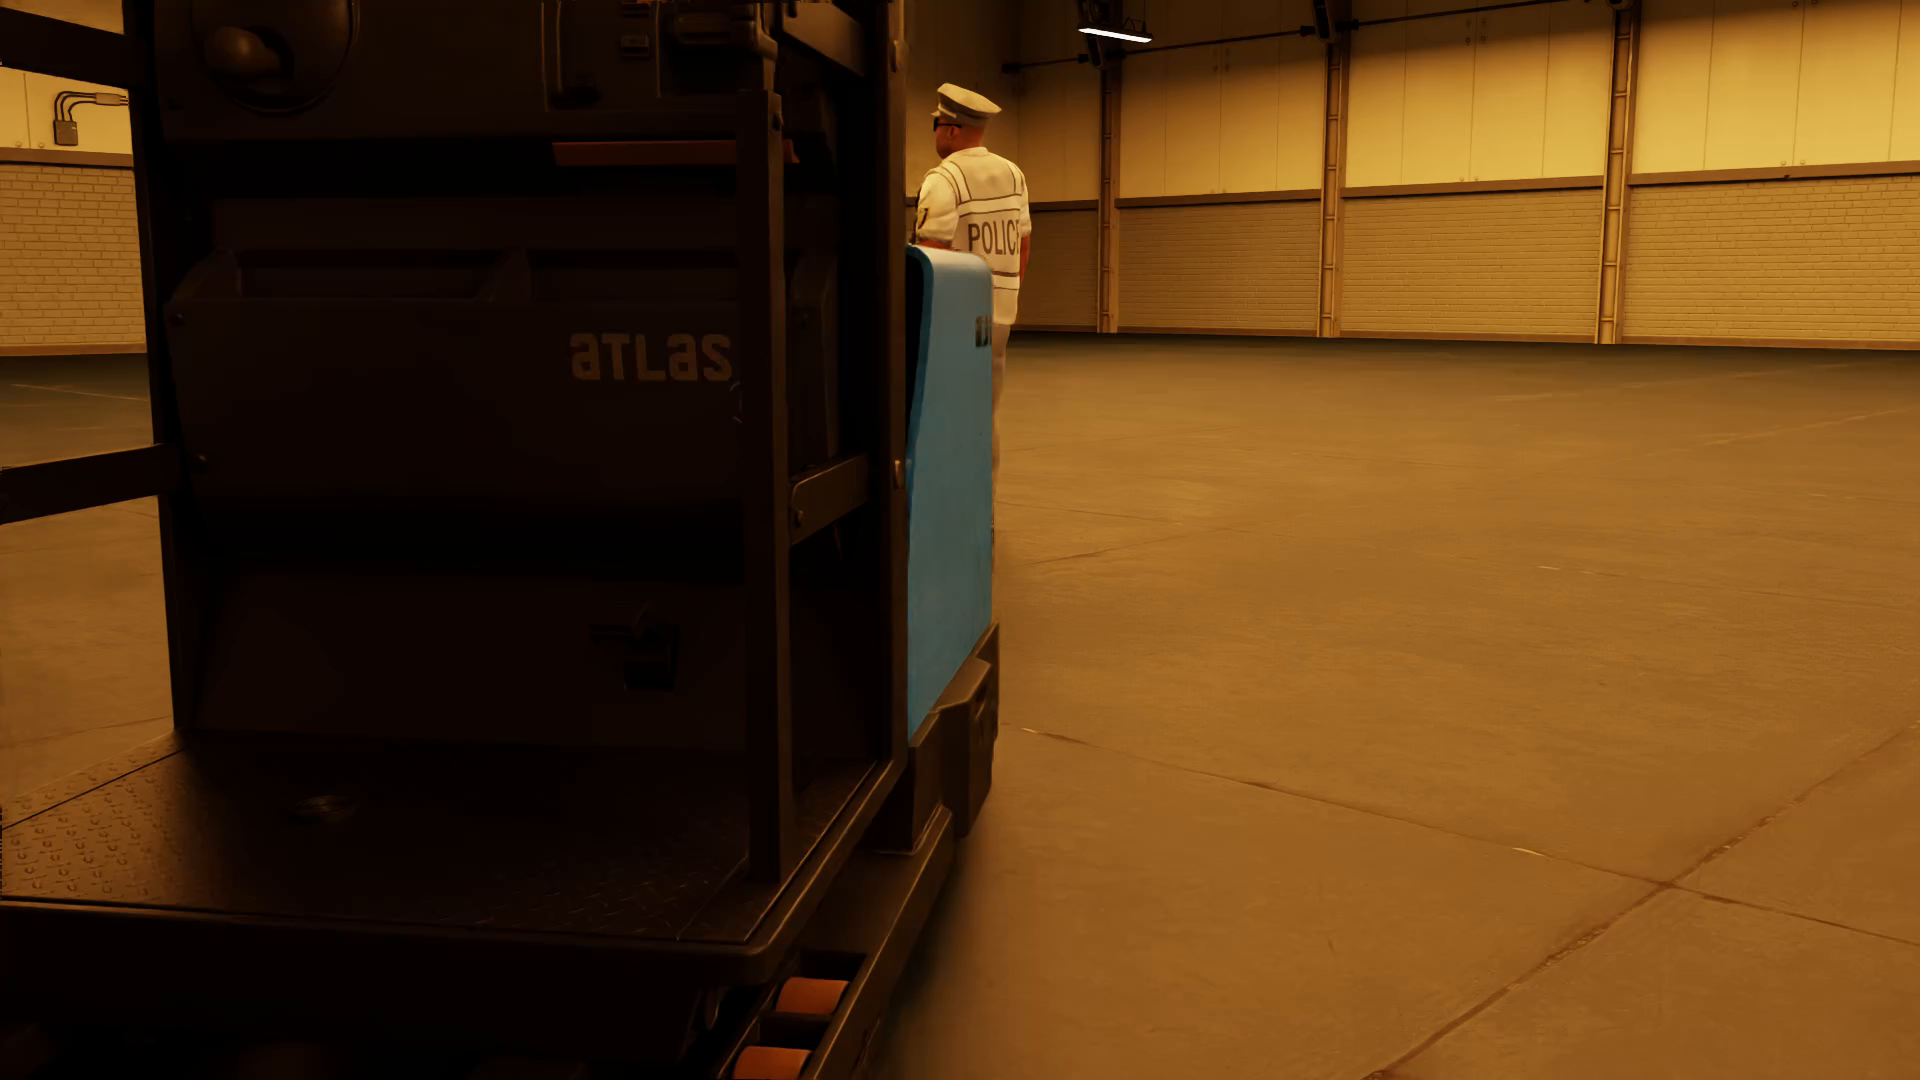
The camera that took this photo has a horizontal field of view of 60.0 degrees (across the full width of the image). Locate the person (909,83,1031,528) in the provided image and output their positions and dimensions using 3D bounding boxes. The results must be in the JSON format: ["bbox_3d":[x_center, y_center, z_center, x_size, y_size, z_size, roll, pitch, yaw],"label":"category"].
[{"bbox_3d":[-0.047,-0.897,6.645,0.575,1.781,0.640,8,12,43],"label":"person"}]

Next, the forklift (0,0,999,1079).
[{"bbox_3d":[-0.656,-0.773,2.008,1.130,2.935,3.031,1,9,9],"label":"forklift"}]
